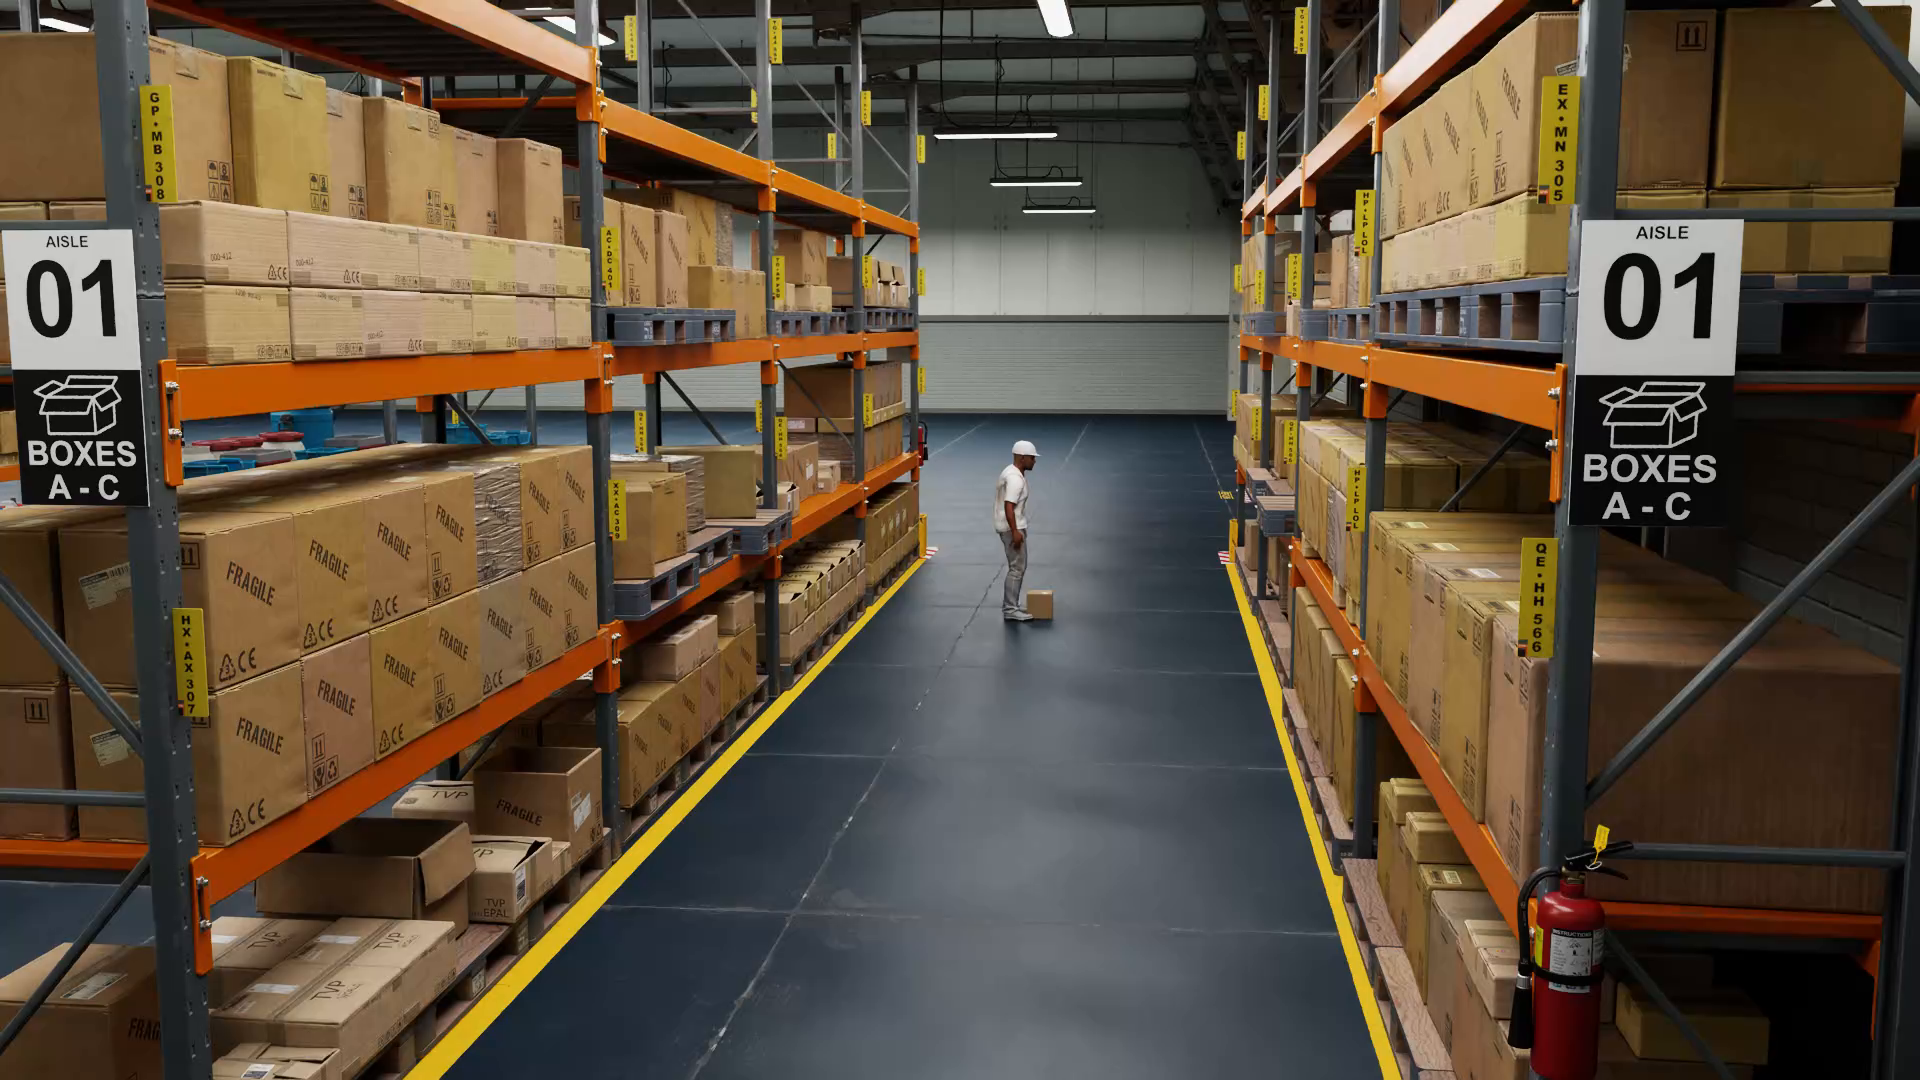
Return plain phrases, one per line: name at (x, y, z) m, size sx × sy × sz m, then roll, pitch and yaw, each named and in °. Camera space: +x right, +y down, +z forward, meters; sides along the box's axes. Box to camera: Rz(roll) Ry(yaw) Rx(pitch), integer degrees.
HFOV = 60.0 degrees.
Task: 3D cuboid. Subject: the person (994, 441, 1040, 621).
person at (0.566, -0.105, 16.518) m, size 0.460 × 1.760 × 0.625 m, roll 1°, pitch 8°, yaw 6°
